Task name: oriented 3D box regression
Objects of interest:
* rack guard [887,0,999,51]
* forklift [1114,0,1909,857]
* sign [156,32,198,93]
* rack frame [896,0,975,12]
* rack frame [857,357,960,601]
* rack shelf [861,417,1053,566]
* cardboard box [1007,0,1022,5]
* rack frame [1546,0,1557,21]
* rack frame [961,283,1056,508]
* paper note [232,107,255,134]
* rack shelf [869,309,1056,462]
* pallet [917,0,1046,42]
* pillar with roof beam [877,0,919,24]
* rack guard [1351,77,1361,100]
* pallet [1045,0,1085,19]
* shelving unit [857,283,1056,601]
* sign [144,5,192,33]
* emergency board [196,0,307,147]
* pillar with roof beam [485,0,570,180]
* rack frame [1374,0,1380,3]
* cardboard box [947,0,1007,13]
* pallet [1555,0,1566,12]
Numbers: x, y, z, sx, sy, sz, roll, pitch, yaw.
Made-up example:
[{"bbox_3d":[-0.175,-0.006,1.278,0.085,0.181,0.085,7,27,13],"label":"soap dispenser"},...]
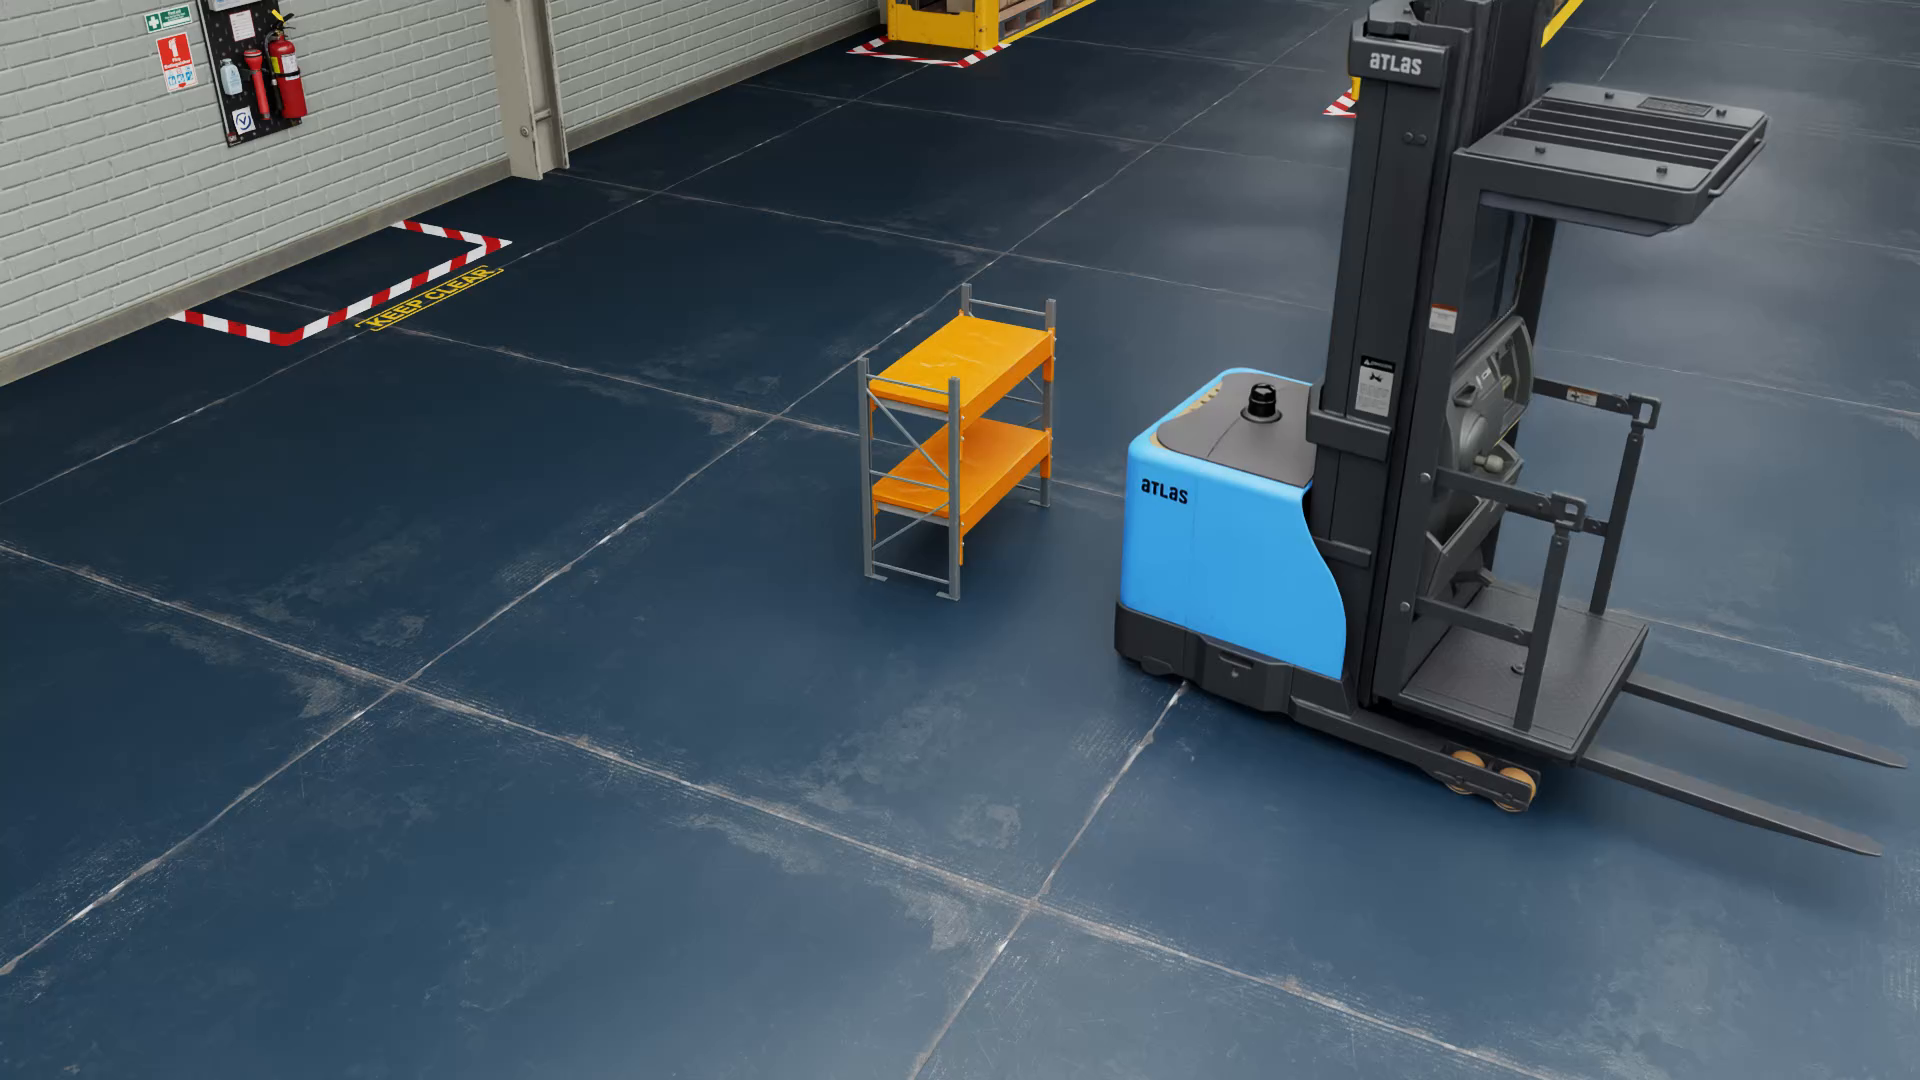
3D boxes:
[{"bbox_3d":[-0.181,-5.390,17.133,1.175,0.500,0.348,14,33,23],"label":"rack guard"},{"bbox_3d":[2.181,-0.524,6.219,3.031,2.935,1.130,19,35,29],"label":"forklift"},{"bbox_3d":[-4.904,-2.993,10.415,0.001,0.329,0.234,14,33,23],"label":"sign"},{"bbox_3d":[-0.216,-6.440,16.452,1.000,3.000,0.127,14,33,23],"label":"rack frame"},{"bbox_3d":[-0.228,-0.265,7.583,0.500,1.125,0.032,14,33,23],"label":"rack frame"},{"bbox_3d":[0.003,-0.279,8.097,0.538,0.278,1.000,14,33,23],"label":"rack shelf"},{"bbox_3d":[0.439,-6.004,17.951,0.500,0.311,0.500,17,34,27],"label":"cardboard box"},{"bbox_3d":[6.018,-7.091,17.586,1.000,3.000,0.127,14,33,23],"label":"rack frame"},{"bbox_3d":[0.235,-0.716,8.368,0.500,1.125,0.032,14,33,23],"label":"rack frame"},{"bbox_3d":[-4.702,-2.755,10.920,0.016,0.148,0.142,14,33,23],"label":"paper note"},{"bbox_3d":[0.003,-0.745,7.829,0.538,0.278,1.000,14,33,23],"label":"rack shelf"},{"bbox_3d":[0.220,-5.616,17.818,1.003,0.211,1.213,14,33,23],"label":"pallet"},{"bbox_3d":[3.165,-8.571,14.140,9.100,9.000,0.400,14,33,23],"label":"pillar with roof beam"},{"bbox_3d":[4.185,-4.223,15.102,1.175,0.500,0.348,14,33,23],"label":"rack guard"},{"bbox_3d":[0.777,-6.155,18.757,1.003,0.211,1.213,14,33,23],"label":"pallet"},{"bbox_3d":[0.003,-0.491,7.975,0.538,1.125,1.048,14,33,23],"label":"shelving unit"},{"bbox_3d":[-4.894,-3.223,10.283,0.001,0.109,0.331,14,33,23],"label":"sign"},{"bbox_3d":[-4.560,-3.200,10.810,0.194,1.169,0.643,14,33,23],"label":"emergency board"},{"bbox_3d":[0.432,-5.911,9.508,9.100,9.000,0.400,14,33,23],"label":"pillar with roof beam"},{"bbox_3d":[4.195,-5.318,14.498,1.000,3.000,0.127,14,33,23],"label":"rack frame"},{"bbox_3d":[0.179,-5.751,17.511,0.500,0.311,0.500,11,32,18],"label":"cardboard box"},{"bbox_3d":[6.319,-6.217,18.865,1.003,0.211,1.213,14,33,23],"label":"pallet"}]
